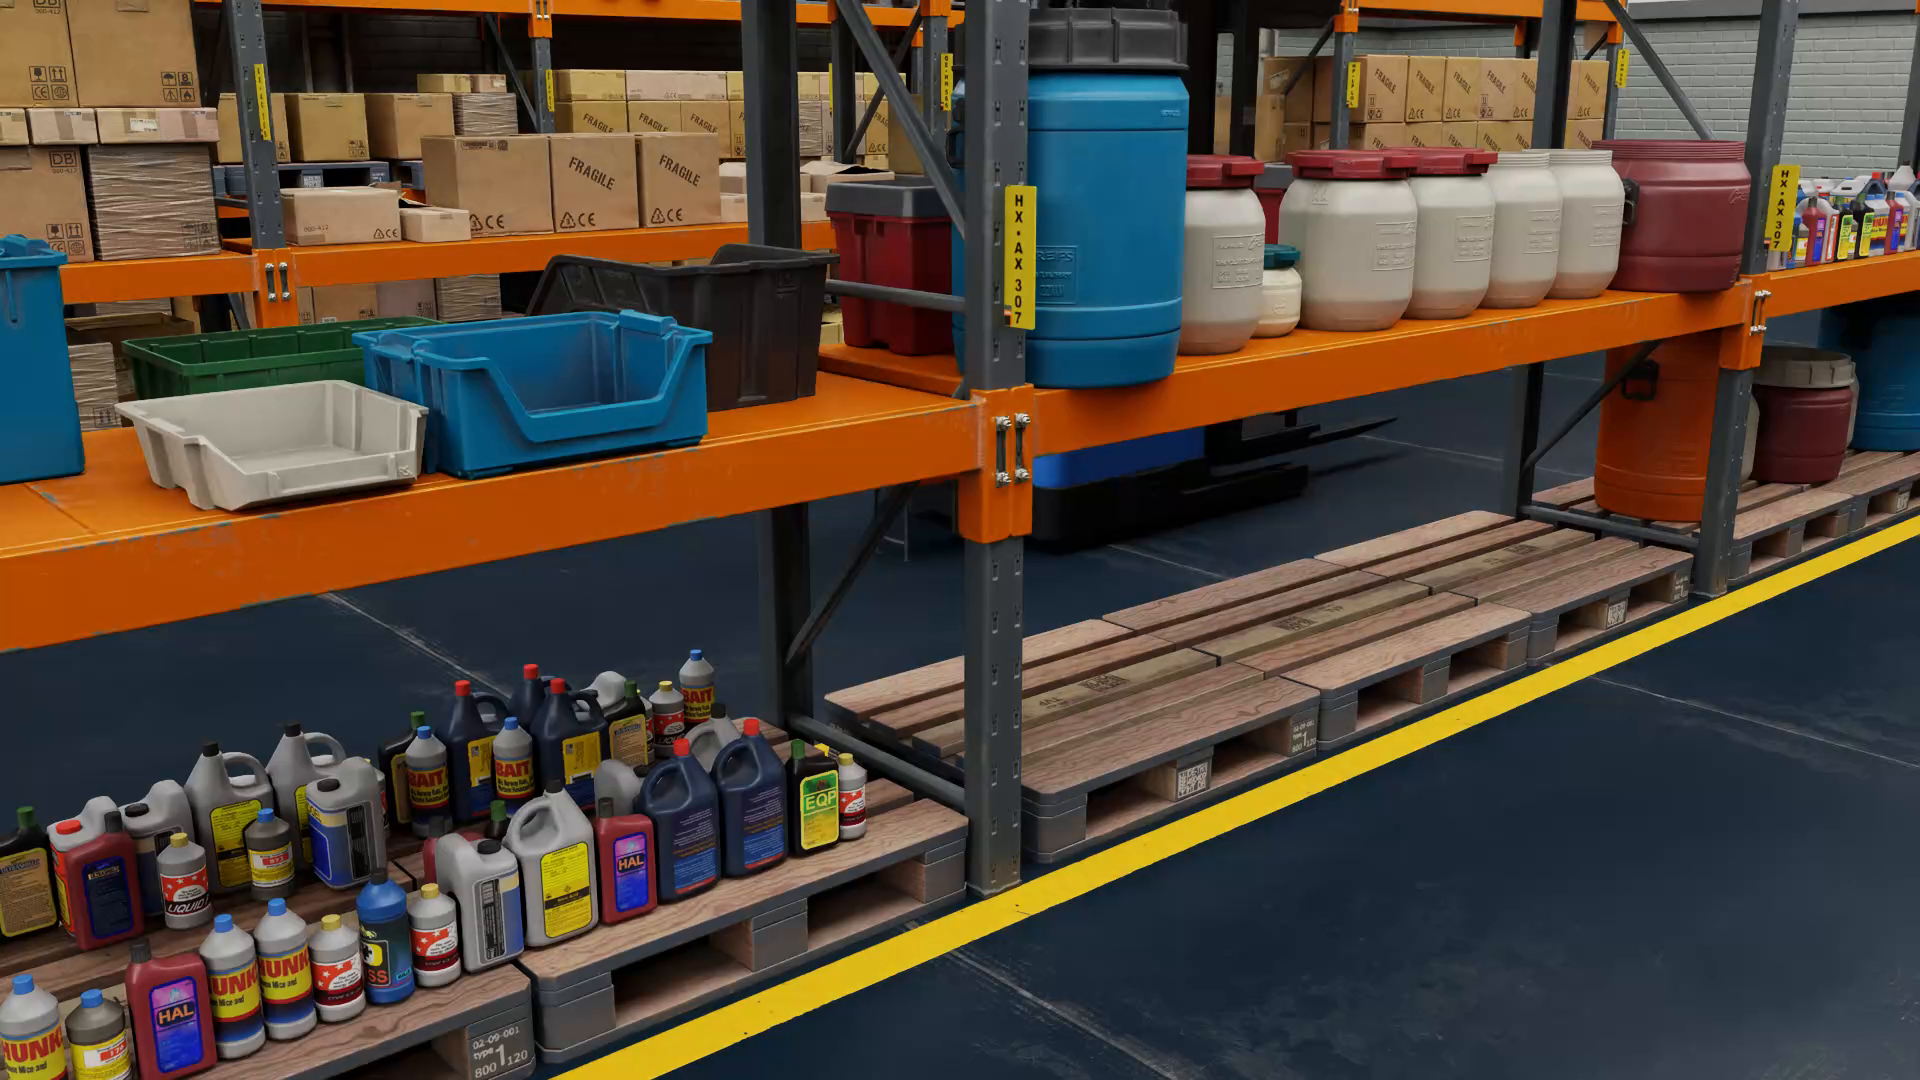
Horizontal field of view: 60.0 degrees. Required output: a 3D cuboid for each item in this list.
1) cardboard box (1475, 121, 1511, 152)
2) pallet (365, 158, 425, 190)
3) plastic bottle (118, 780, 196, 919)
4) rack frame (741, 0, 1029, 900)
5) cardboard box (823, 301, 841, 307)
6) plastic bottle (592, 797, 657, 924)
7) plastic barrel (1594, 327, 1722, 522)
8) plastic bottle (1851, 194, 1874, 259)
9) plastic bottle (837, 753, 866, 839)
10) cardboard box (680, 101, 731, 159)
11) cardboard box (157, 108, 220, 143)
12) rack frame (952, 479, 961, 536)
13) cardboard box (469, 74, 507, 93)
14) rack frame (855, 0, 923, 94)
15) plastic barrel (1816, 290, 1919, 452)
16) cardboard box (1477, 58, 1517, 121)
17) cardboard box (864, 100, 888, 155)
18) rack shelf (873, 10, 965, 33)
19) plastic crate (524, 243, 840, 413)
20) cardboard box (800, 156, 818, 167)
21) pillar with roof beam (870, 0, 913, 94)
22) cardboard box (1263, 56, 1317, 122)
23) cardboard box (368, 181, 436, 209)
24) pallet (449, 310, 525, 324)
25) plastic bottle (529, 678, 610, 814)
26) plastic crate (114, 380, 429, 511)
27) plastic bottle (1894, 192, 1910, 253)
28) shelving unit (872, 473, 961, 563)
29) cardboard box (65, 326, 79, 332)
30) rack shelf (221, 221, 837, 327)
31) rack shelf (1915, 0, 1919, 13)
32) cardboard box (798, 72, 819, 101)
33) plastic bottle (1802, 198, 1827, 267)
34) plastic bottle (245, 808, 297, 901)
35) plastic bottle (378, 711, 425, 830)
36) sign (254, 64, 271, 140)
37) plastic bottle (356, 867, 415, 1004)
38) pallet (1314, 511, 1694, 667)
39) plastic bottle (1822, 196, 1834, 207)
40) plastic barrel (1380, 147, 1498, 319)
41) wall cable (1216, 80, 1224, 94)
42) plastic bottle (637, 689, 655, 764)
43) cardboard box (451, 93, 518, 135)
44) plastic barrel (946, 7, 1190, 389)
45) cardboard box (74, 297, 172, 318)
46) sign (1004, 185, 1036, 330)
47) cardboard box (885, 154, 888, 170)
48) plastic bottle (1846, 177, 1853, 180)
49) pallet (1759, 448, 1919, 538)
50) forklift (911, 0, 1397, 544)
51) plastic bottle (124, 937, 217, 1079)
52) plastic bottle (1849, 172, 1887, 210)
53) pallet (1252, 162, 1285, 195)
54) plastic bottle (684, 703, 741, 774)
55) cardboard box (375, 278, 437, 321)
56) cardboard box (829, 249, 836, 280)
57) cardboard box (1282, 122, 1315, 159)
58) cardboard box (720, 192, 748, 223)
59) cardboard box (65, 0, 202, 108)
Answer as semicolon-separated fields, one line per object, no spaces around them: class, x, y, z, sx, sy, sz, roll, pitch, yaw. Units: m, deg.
cardboard box;4.281;-3.290;14.060;0.500;0.500;0.500;-13;20;-40
pallet;-4.167;-3.002;13.548;1.003;0.211;1.213;-13;19;-39
plastic bottle;-1.821;0.694;3.766;0.135;0.276;0.152;-13;20;-41
rack frame;-0.214;-0.630;4.296;0.127;3.000;1.000;-13;19;-39
cardboard box;-1.033;-1.386;10.555;0.500;0.311;0.500;-12;19;-38
plastic bottle;-0.751;0.703;3.716;0.133;0.283;0.061;-11;19;-36
plastic barrel;3.161;-0.548;7.381;0.708;0.830;0.600;-13;19;-39
plastic bottle;3.996;-1.393;7.378;0.133;0.283;0.061;-13;19;-39
plastic bottle;-0.283;0.632;4.143;0.097;0.201;0.097;0;15;0
cardboard box;-2.389;-3.641;14.760;0.500;0.500;0.500;-13;20;-40
cardboard box;-3.527;-1.869;7.483;0.250;0.149;0.380;-13;20;-39
rack frame;0.049;-0.588;7.626;0.015;1.200;0.240;-14;20;-41
cardboard box;-3.940;-3.746;13.659;0.380;0.149;0.250;13;20;40
rack frame;-0.682;-3.914;16.590;0.127;3.000;1.000;-13;19;-39
plastic barrel;4.865;-0.966;8.805;0.708;0.901;0.600;-13;19;-39
cardboard box;4.279;-3.769;13.915;0.500;0.500;0.500;-12;19;-38
cardboard box;-0.865;-3.988;16.060;0.500;0.500;0.500;-13;20;-40
rack shelf;0.826;-5.354;17.564;4.000;0.370;1.077;-13;19;-39
plastic crate;-0.692;-0.536;4.065;0.504;0.338;0.767;-13;19;-39
cardboard box;-1.540;-3.523;15.574;0.250;0.149;0.380;-13;19;-39
pillar with roof beam;2.104;-6.261;13.753;0.400;9.000;9.100;-13;19;-39
cardboard box;2.784;-3.618;13.350;0.500;0.500;0.500;-13;19;-39
cardboard box;-2.920;-1.715;8.617;0.258;0.266;0.396;-13;20;-41
pallet;-4.290;-1.757;13.919;1.213;0.211;1.003;-13;19;-39
plastic bottle;-1.001;0.521;4.266;0.185;0.351;0.144;-13;19;-39
plastic crate;-1.273;-0.178;3.116;0.437;0.136;0.530;-13;19;-39
plastic bottle;4.319;-1.466;7.674;0.097;0.271;0.097;0;15;0
shelving unit;-0.129;-0.545;7.465;0.503;1.200;0.258;-14;20;-41
cardboard box;-4.390;-0.728;7.724;0.500;0.500;0.500;-13;19;-39
rack shelf;-1.954;-1.586;9.270;4.000;0.370;1.077;-13;19;-39
rack shelf;4.312;-2.748;7.807;4.000;0.370;1.077;-13;19;-39
cardboard box;-1.644;-4.178;15.316;0.500;0.250;0.500;-12;19;-38
plastic bottle;3.620;-1.308;7.062;0.133;0.283;0.061;-13;19;-39
plastic bottle;-1.586;0.717;3.823;0.097;0.201;0.097;0;15;0
plastic bottle;-1.390;0.578;4.186;0.133;0.283;0.061;-12;19;-37
sign;-3.097;-1.944;7.383;0.005;0.325;0.100;-13;19;-39
plastic bottle;-1.172;0.797;3.387;0.097;0.271;0.097;0;15;0
pallet;2.194;0.163;6.730;1.213;0.211;1.003;-13;19;-39
plastic bottle;4.444;-1.668;8.566;0.097;0.201;0.097;0;15;0
plastic barrel;1.532;-1.013;5.465;0.433;0.535;0.433;0;15;0
wall cable;2.680;-5.483;20.497;1.851;1.984;0.084;-13;19;-39
plastic bottle;-0.896;0.513;4.589;0.097;0.201;0.097;0;15;0
cardboard box;-4.048;-3.416;13.678;0.700;0.500;0.500;13;20;40
plastic barrel;0.276;-0.879;4.255;0.708;0.901;0.600;-13;19;-39
cardboard box;-6.173;-1.691;12.261;0.500;0.500;0.700;-12;19;-38
sign;0.139;-0.655;3.852;0.005;0.325;0.100;-13;19;-39
cardboard box;-0.751;-3.690;16.199;0.250;0.149;0.380;-12;19;-39
plastic bottle;4.840;-1.842;9.085;0.097;0.271;0.097;0;15;0
pallet;4.291;-0.308;8.493;1.213;0.211;1.003;-13;19;-39
forklift;1.165;-1.696;8.422;3.031;2.935;1.130;-14;20;-41
plastic bottle;-1.476;0.866;3.106;0.133;0.283;0.061;-12;19;-38
plastic bottle;4.310;-1.562;7.881;0.185;0.351;0.144;-13;19;-39
pallet;1.898;-2.743;12.580;1.213;0.211;1.003;-13;19;-39
plastic bottle;-0.605;0.574;4.068;0.185;0.351;0.144;-13;19;-39
cardboard box;-4.674;-2.044;13.583;0.500;0.500;0.700;-13;20;-39
cardboard box;-1.087;-2.943;16.306;0.750;0.750;0.750;-12;19;-39
cardboard box;2.781;-3.133;13.473;0.500;0.500;0.500;-12;19;-38
cardboard box;-1.370;-1.924;9.628;0.250;0.149;0.380;-11;18;-35
cardboard box;-3.793;-2.194;7.442;0.500;0.500;0.700;-13;19;-39
